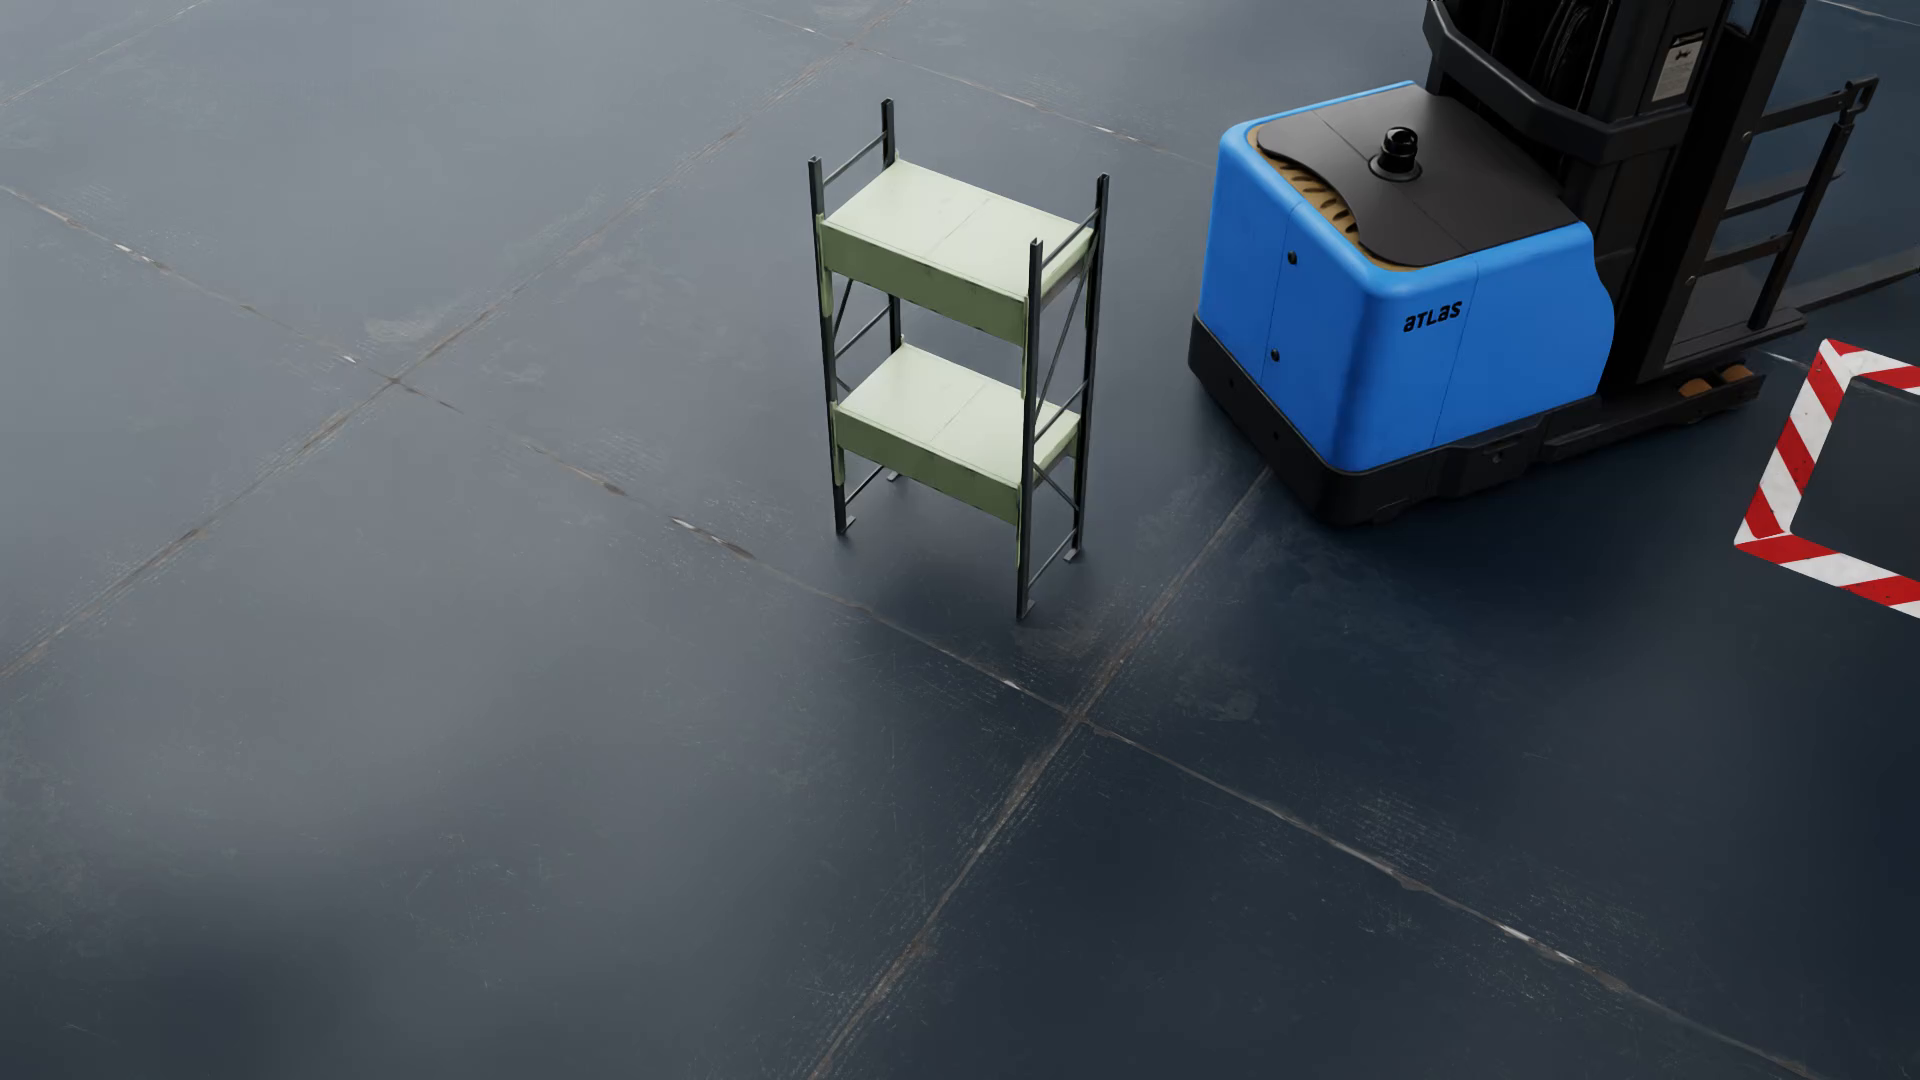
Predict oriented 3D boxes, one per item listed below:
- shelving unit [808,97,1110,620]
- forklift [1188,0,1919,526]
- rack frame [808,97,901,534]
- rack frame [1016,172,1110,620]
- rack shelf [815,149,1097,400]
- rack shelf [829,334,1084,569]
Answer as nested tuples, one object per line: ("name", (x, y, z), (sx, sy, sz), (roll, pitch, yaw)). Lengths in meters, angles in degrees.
("shelving unit", (-0.006, -0.525, 5.215), (0.755, 1.500, 0.431), (25, 51, 22))
("forklift", (2.425, -1.782, 5.438), (3.031, 2.935, 1.130), (-18, 48, -17))
("rack frame", (-0.314, -0.667, 5.352), (0.023, 1.500, 0.400), (25, 51, 22))
("rack frame", (0.302, -0.384, 5.077), (0.023, 1.500, 0.400), (25, 51, 22))
("rack shelf", (-0.006, -0.797, 4.935), (0.720, 0.370, 0.431), (25, 51, 22))
("rack shelf", (-0.006, -0.298, 5.448), (0.720, 0.370, 0.431), (25, 51, 22))
